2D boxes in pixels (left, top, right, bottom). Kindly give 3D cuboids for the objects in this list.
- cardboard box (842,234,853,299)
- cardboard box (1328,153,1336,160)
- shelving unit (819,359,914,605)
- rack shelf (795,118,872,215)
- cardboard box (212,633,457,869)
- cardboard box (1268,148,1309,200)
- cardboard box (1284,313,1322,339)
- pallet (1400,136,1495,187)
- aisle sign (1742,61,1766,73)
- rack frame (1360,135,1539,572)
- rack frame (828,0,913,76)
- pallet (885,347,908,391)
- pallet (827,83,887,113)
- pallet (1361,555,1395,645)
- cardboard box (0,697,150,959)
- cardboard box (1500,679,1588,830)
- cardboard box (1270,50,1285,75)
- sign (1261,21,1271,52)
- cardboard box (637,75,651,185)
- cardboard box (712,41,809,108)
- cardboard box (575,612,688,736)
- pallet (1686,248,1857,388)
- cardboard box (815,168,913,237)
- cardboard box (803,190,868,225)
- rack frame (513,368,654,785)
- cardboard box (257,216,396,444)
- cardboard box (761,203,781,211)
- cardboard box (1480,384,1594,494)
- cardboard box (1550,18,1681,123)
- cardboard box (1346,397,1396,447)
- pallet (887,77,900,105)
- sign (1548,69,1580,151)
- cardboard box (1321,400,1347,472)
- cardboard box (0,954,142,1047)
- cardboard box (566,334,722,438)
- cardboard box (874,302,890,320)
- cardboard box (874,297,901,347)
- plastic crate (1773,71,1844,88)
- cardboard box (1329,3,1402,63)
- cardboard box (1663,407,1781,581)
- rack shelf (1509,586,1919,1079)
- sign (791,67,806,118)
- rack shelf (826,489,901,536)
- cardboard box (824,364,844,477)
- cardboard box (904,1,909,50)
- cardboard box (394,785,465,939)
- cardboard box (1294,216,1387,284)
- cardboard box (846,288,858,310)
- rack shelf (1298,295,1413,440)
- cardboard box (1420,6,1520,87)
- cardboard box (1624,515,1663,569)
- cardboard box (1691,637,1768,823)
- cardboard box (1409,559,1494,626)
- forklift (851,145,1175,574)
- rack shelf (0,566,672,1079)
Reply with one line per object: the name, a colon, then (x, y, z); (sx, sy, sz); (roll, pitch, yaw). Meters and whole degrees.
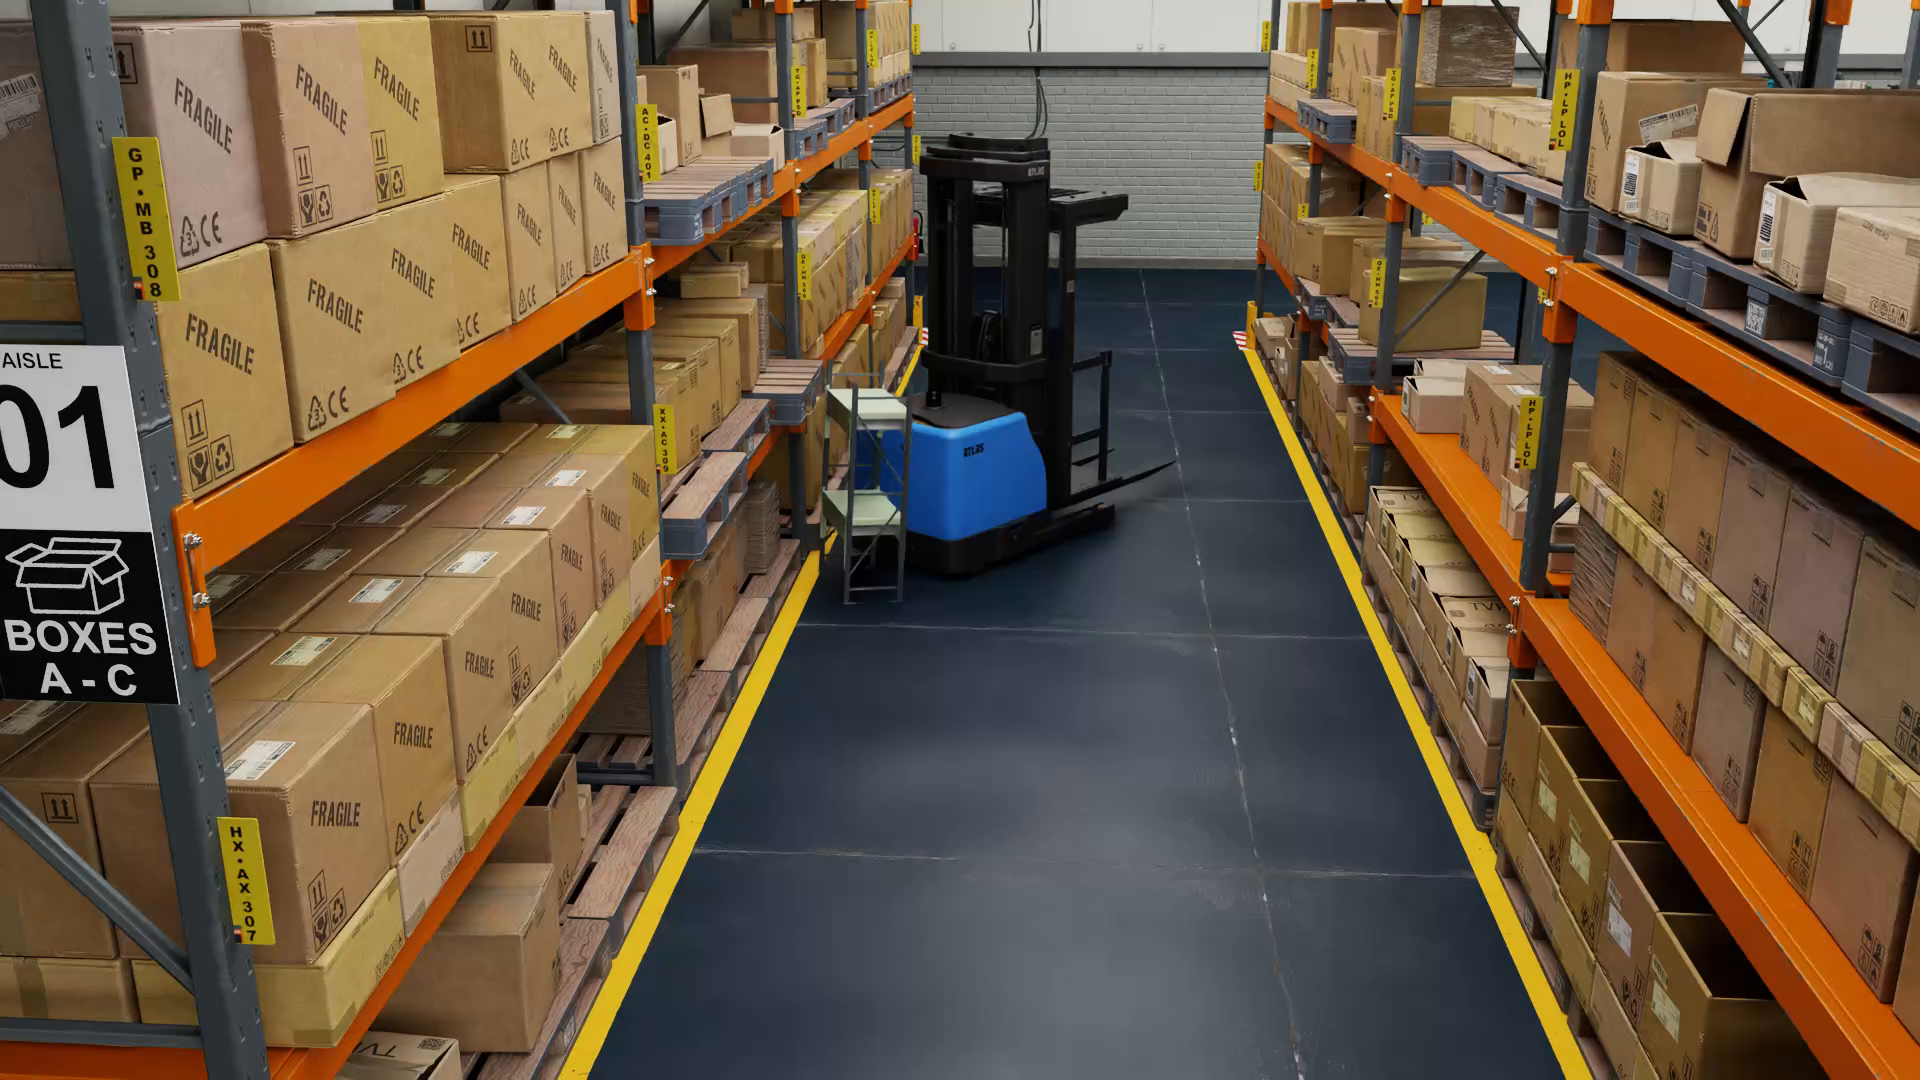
cardboard box: (-1.176, -2.277, 13.886); (0.500, 0.500, 0.500); (1, 18, 4)
cardboard box: (4.079, -3.736, 17.240); (0.500, 0.500, 0.500); (2, 18, 5)
shelving unit: (-0.645, -0.404, 11.202); (0.431, 1.500, 0.755); (-2, 18, -18)
rack shelf: (-1.466, -3.005, 13.114); (1.077, 0.370, 4.000); (1, 18, 4)
cardboard box: (-1.804, 0.595, 4.794); (0.500, 0.500, 0.500); (1, 18, 4)
cardboard box: (3.580, -3.904, 17.753); (0.500, 0.500, 0.500); (1, 18, 4)
cardboard box: (3.748, -2.039, 17.132); (0.797, 0.503, 0.637); (1, 18, 4)
pallet: (3.372, -2.314, 10.153); (1.213, 0.211, 1.003); (2, 18, 6)
aisle sign: (8.554, -4.828, 18.165); (0.394, 0.787, 0.004); (1, 18, 4)
rack frame: (3.331, -1.191, 11.240); (1.000, 3.000, 0.127); (1, 18, 4)
rack frame: (-1.036, -6.636, 18.222); (1.000, 3.000, 0.127); (1, 18, 4)
pallet: (-1.106, -1.832, 17.674); (1.003, 0.211, 1.213); (1, 18, 4)
pallet: (-1.254, -4.180, 15.687); (1.003, 0.211, 1.213); (1, 18, 4)
pallet: (3.233, 0.389, 10.896); (1.003, 0.211, 1.213); (1, 18, 4)
cardboard box: (-2.362, 0.739, 4.356); (0.500, 0.500, 0.500); (1, 18, 3)
cardboard box: (2.699, 0.939, 7.276); (0.500, 0.500, 0.500); (1, 18, 4)
cardboard box: (3.608, -5.113, 17.832); (0.500, 0.250, 0.500); (1, 18, 4)
sign: (3.364, -5.528, 18.256); (0.100, 0.325, 0.005); (1, 18, 4)
cardboard box: (-1.778, -1.898, 7.747); (0.500, 0.500, 0.500); (4, 19, 12)
cardboard box: (-1.571, -3.625, 12.985); (0.700, 0.500, 0.500); (1, 18, 4)
cardboard box: (-1.860, 0.692, 8.802); (0.700, 0.500, 0.500); (2, 18, 6)
pallet: (2.919, -0.688, 5.032); (1.003, 0.211, 1.213); (1, 18, 4)
cardboard box: (-1.063, -3.769, 18.626); (0.980, 0.700, 0.700); (2, 18, 6)
cardboard box: (-1.101, -2.946, 14.723); (0.500, 0.250, 0.500); (2, 18, 5)
rack frame: (-1.893, -0.058, 7.782); (0.949, 2.616, 0.053); (1, 18, 4)
cardboard box: (-1.836, -0.562, 4.312); (0.500, 0.500, 0.500); (2, 18, 8)
cardboard box: (-1.678, -2.642, 13.793); (0.500, 0.250, 0.500); (1, 18, 2)
cardboard box: (3.190, -0.553, 9.134); (0.500, 0.500, 0.500); (1, 18, 4)
cardboard box: (3.146, -2.227, 7.946); (0.500, 0.500, 0.500); (3, 18, 9)
cardboard box: (3.164, -0.882, 12.400); (0.500, 0.250, 0.500); (2, 18, 6)
pallet: (-1.164, -4.558, 16.840); (1.003, 0.211, 1.213); (1, 18, 4)
sign: (2.503, -1.778, 6.880); (0.100, 0.325, 0.005); (1, 18, 4)
cardboard box: (3.233, -0.832, 13.451); (0.500, 0.500, 0.500); (1, 18, 2)
cardboard box: (-2.343, 1.097, 4.467); (0.500, 0.250, 0.500); (2, 18, 5)
cardboard box: (-1.763, -0.850, 9.334); (0.700, 0.500, 0.500); (4, 19, 11)
cardboard box: (-0.923, -2.357, 17.097); (0.380, 0.149, 0.250); (1, 18, 2)
cardboard box: (-1.022, -2.421, 18.336); (0.700, 0.500, 0.500); (1, 18, 4)
plastic crate: (8.462, -4.491, 16.595); (0.504, 0.338, 0.767); (1, 18, 4)
cardboard box: (3.615, -4.533, 14.856); (0.700, 0.500, 0.500); (1, 18, 4)
cardboard box: (2.948, -0.162, 5.856); (0.700, 0.500, 0.500); (1, 18, 4)
rack shelf: (2.901, 1.015, 5.665); (1.077, 0.370, 4.000); (1, 18, 4)
sign: (-1.069, -2.959, 10.987); (0.100, 0.325, 0.005); (1, 18, 4)
rack shelf: (-0.660, -0.186, 11.269); (0.368, 0.124, 0.686); (-2, 18, -18)
cardboard box: (-1.357, -0.976, 13.361); (0.750, 0.750, 0.750); (1, 18, 4)
cardboard box: (-0.817, -5.509, 17.803); (0.500, 0.500, 0.500); (1, 18, 4)
cardboard box: (-1.809, 0.940, 4.945); (0.500, 0.250, 0.500); (1, 18, 2)
cardboard box: (3.361, -2.538, 14.516); (0.700, 0.500, 0.500); (-5, 19, -15)
cardboard box: (-1.083, -2.080, 14.324); (0.380, 0.149, 0.250); (1, 18, 4)
rack shelf: (3.475, -1.470, 13.247); (1.077, 0.370, 4.000); (1, 18, 4)
cardboard box: (3.369, -3.274, 11.015); (0.500, 0.500, 0.500); (1, 18, 4)
cardboard box: (2.780, 0.015, 6.359); (0.380, 0.149, 0.250); (1, 18, 3)
cardboard box: (2.912, 0.621, 5.551); (0.700, 0.500, 0.500); (2, 18, 6)
cardboard box: (2.897, 0.287, 9.570); (0.500, 0.311, 0.500); (1, 18, 3)
forklift: (0.536, -1.511, 12.429); (1.129, 2.867, 3.031); (15, 23, 38)
rack shelf: (-2.040, 0.905, 5.999); (1.077, 0.370, 4.000); (1, 18, 4)
